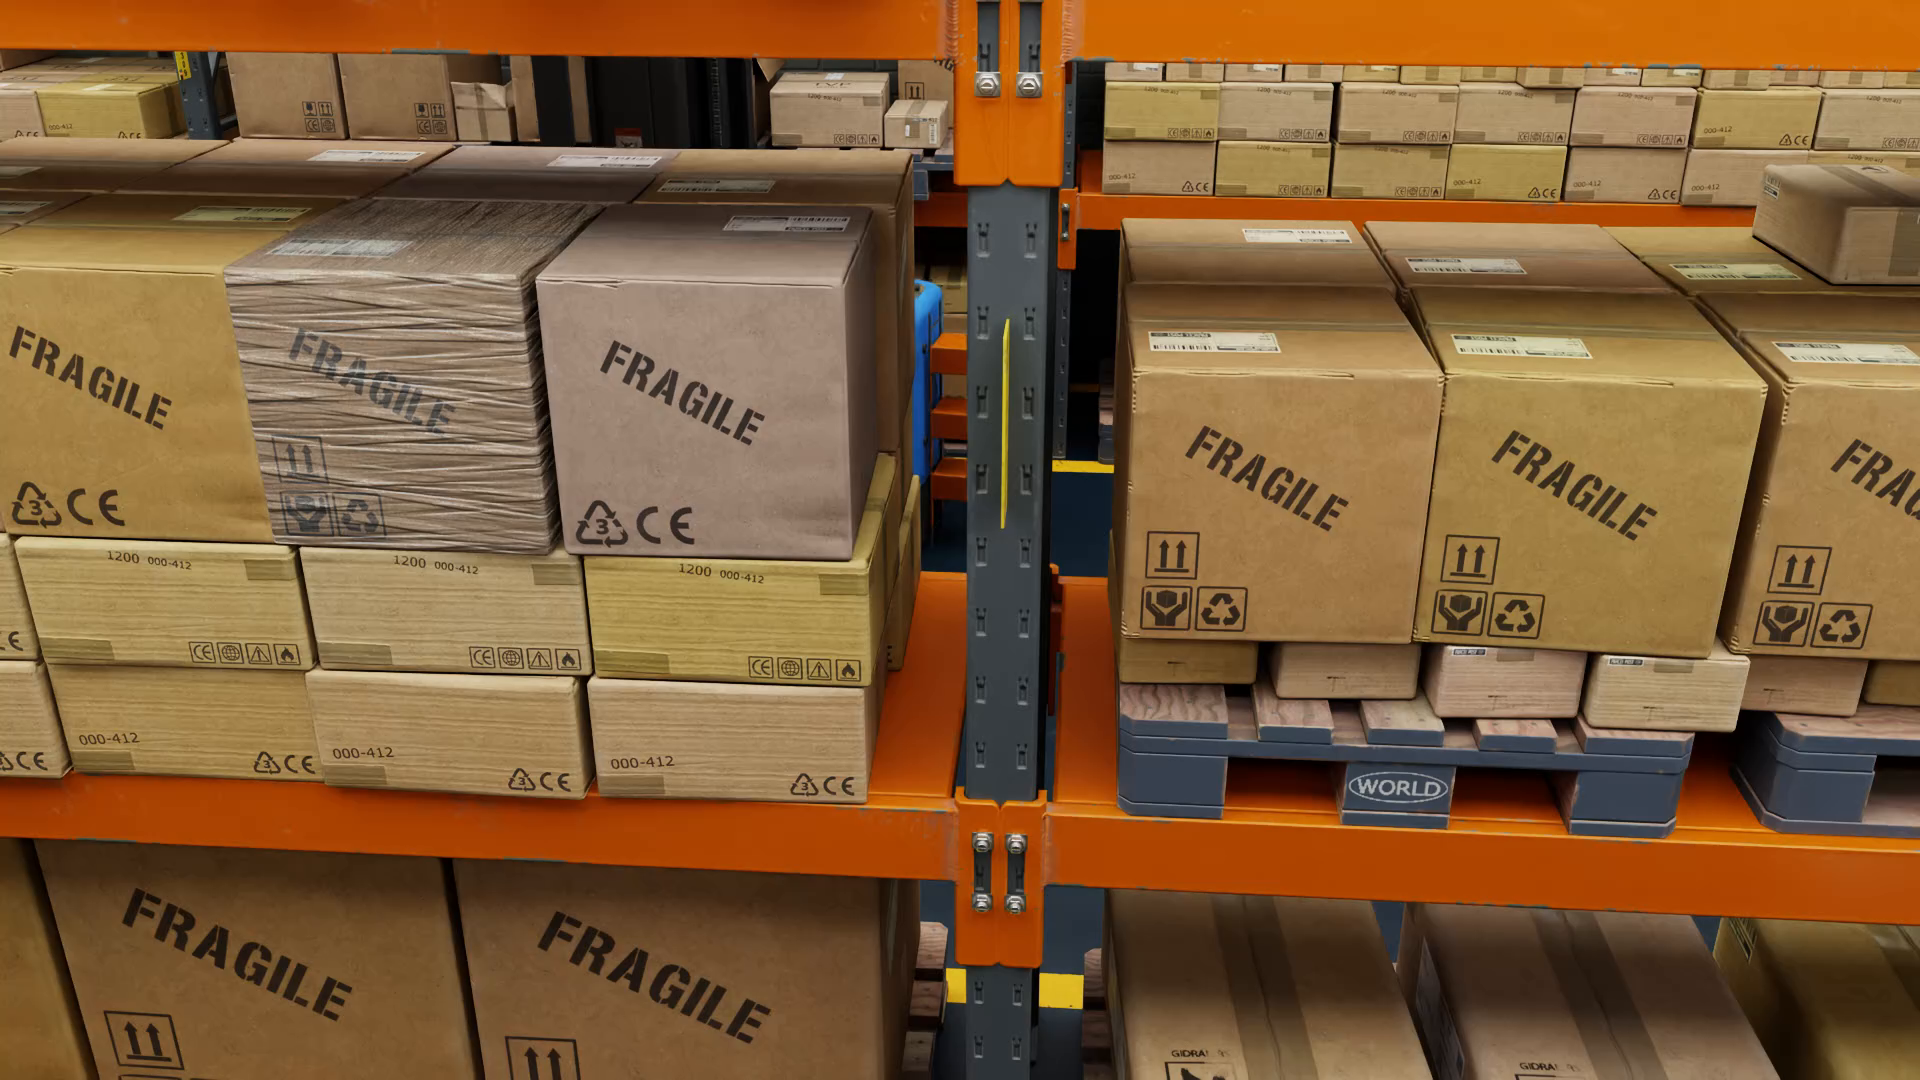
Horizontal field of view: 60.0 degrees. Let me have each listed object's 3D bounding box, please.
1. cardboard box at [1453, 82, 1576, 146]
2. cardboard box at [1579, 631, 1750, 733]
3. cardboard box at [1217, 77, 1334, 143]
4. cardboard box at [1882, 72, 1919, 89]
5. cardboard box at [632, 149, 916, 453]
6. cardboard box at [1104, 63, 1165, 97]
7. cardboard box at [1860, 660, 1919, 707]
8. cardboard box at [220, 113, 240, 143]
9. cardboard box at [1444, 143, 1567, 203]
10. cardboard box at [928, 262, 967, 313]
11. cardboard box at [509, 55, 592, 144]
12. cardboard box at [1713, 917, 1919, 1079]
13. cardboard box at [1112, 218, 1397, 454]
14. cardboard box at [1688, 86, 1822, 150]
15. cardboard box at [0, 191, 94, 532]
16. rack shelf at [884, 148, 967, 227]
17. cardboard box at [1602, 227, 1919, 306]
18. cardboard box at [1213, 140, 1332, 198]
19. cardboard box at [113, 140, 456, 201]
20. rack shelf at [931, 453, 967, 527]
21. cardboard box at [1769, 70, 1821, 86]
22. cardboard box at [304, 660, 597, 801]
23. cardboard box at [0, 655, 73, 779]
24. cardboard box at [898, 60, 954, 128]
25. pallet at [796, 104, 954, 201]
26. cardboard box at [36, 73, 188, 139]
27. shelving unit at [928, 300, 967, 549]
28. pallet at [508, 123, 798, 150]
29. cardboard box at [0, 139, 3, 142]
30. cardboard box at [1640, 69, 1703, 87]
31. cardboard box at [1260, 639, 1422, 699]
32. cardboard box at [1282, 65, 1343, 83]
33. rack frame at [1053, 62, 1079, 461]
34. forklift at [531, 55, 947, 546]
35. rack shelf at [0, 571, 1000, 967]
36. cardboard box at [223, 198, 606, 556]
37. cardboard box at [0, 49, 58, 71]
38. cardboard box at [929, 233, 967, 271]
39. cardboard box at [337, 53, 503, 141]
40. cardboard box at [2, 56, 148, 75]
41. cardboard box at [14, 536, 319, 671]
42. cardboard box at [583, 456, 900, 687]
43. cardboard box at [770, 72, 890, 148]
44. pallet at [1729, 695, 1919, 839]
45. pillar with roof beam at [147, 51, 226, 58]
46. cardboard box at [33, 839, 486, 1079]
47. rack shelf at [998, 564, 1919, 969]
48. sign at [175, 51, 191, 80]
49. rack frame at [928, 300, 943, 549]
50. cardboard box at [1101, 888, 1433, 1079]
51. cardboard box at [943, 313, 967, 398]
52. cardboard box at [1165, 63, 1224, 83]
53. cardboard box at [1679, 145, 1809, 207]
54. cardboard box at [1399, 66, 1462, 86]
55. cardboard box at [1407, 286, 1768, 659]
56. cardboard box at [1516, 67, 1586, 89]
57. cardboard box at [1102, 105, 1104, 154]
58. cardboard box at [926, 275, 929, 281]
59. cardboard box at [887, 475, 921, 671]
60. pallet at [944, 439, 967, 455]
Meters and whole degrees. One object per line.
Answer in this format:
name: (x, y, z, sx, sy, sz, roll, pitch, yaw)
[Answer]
cardboard box: (2.443, -1.956, 7.493, 0.500, 0.250, 0.500, 2, 25, 5)
cardboard box: (1.243, 0.189, 3.049, 0.250, 0.149, 0.380, 2, 25, 4)
cardboard box: (1.411, -1.986, 7.559, 0.500, 0.250, 0.500, 3, 25, 6)
cardboard box: (4.119, -2.090, 7.308, 0.250, 0.149, 0.380, 3, 25, 6)
cardboard box: (-0.361, -0.508, 3.449, 0.500, 0.500, 0.500, 1, 25, 2)
cardboard box: (0.957, -2.220, 8.067, 0.500, 0.250, 0.500, 2, 25, 5)
cardboard box: (1.774, 0.157, 3.118, 0.250, 0.149, 0.380, 3, 25, 6)
cardboard box: (-3.814, -2.098, 8.522, 0.250, 0.149, 0.380, 2, 25, 4)
cardboard box: (2.444, -1.726, 7.592, 0.500, 0.250, 0.500, 3, 25, 6)
cardboard box: (-0.023, -1.220, 8.024, 0.250, 0.149, 0.380, 1, 25, 1)
cardboard box: (-1.736, -2.173, 7.762, 0.500, 0.500, 0.700, 2, 25, 4)
cardboard box: (2.167, 1.182, 3.735, 0.625, 0.372, 0.950, 3, 25, 6)
cardboard box: (0.587, -0.363, 3.473, 0.500, 0.500, 0.500, 1, 25, 2)
cardboard box: (3.454, -1.913, 7.400, 0.500, 0.250, 0.500, 1, 25, 3)
cardboard box: (-1.934, -0.349, 3.103, 0.500, 0.500, 0.500, 1, 25, 3)
rack shelf: (-1.506, -1.697, 8.209, 4.000, 0.370, 1.077, 2, 25, 4)
cardboard box: (1.606, -0.335, 3.413, 0.500, 0.500, 0.500, 0, 25, 0)
cardboard box: (1.413, -1.757, 7.659, 0.500, 0.250, 0.500, 1, 25, 3)
cardboard box: (-1.371, -0.543, 3.525, 0.500, 0.500, 0.500, 3, 25, 5)
rack shelf: (0.016, -0.205, 7.131, 0.240, 0.259, 0.215, 5, 25, 11)
cardboard box: (3.620, -2.120, 7.374, 0.250, 0.149, 0.380, 2, 25, 4)
cardboard box: (-0.923, 0.260, 3.276, 0.500, 0.250, 0.500, 2, 25, 5)
cardboard box: (-1.934, 0.233, 3.336, 0.500, 0.250, 0.500, 1, 25, 3)
cardboard box: (-0.013, -2.277, 7.989, 0.500, 0.500, 0.500, 3, 25, 6)
pallet: (-0.193, -1.865, 7.943, 1.003, 0.211, 1.213, 2, 25, 4)
cardboard box: (-4.026, -2.069, 7.982, 0.500, 0.250, 0.500, 2, 25, 5)
shelving unit: (0.016, -0.467, 7.010, 0.252, 1.050, 0.215, 5, 25, 11)
pallet: (-1.451, -1.933, 8.091, 1.213, 0.211, 1.003, 2, 25, 4)
cardboard box: (-2.391, -0.571, 3.586, 0.500, 0.500, 0.500, 3, 25, 6)
cardboard box: (3.092, -2.108, 7.347, 0.250, 0.149, 0.380, 1, 25, 3)
cardboard box: (0.701, 0.144, 3.147, 0.250, 0.149, 0.380, 0, 25, 1)
cardboard box: (1.570, -2.158, 7.456, 0.250, 0.149, 0.380, 2, 25, 5)
rack frame: (0.488, -1.959, 7.920, 0.127, 3.000, 1.000, 2, 25, 4)
forklift: (-1.630, -1.399, 6.785, 3.031, 2.935, 1.130, 5, 25, 11)
rack shelf: (-1.882, 0.372, 3.713, 4.000, 0.370, 1.077, 2, 25, 4)
cardboard box: (-0.936, -0.311, 3.021, 0.500, 0.500, 0.500, 2, 25, 5)
cardboard box: (-4.964, -2.654, 8.355, 0.500, 0.500, 0.500, 1, 25, 3)
cardboard box: (-0.008, -1.456, 8.538, 0.250, 0.149, 0.380, 3, 25, 7)
cardboard box: (-2.518, -2.198, 7.817, 0.500, 0.500, 0.700, 2, 25, 5)
cardboard box: (-4.474, -2.296, 8.475, 0.500, 0.250, 0.500, 2, 25, 4)
cardboard box: (-1.414, 0.018, 3.203, 0.500, 0.250, 0.500, 1, 25, 3)
cardboard box: (-0.390, 0.041, 3.154, 0.500, 0.250, 0.500, 2, 25, 4)
cardboard box: (-0.588, -1.981, 7.644, 0.500, 0.250, 0.500, 1, 25, 2)
pallet: (2.089, 0.243, 3.363, 1.213, 0.211, 1.003, 2, 25, 4)
pillar with roof beam: (-4.455, -3.416, 3.909, 0.400, 9.000, 9.100, 2, 25, 4)
cardboard box: (-1.459, 0.797, 3.969, 0.875, 0.875, 0.875, 2, 25, 5)
rack shelf: (2.106, 0.500, 3.435, 4.000, 0.370, 1.077, 2, 25, 4)
sign: (-3.534, -2.254, 7.525, 0.005, 0.325, 0.100, 2, 25, 4)
rack frame: (-0.103, -0.479, 7.034, 0.008, 1.050, 0.200, 5, 25, 11)
cardboard box: (0.675, 1.135, 3.837, 0.625, 0.372, 0.950, 0, 25, 0)
cardboard box: (0.050, -0.939, 8.189, 0.500, 0.500, 0.500, 3, 25, 6)
cardboard box: (1.050, -2.159, 7.457, 0.250, 0.149, 0.380, 2, 25, 5)
cardboard box: (3.452, -1.684, 7.501, 0.500, 0.250, 0.500, 2, 25, 4)
cardboard box: (2.071, -2.130, 7.394, 0.250, 0.149, 0.380, 2, 25, 5)
cardboard box: (1.063, -0.137, 2.982, 0.500, 0.500, 0.500, 3, 25, 7)
cardboard box: (2.573, -2.095, 7.318, 0.250, 0.149, 0.380, 1, 25, 3)
cardboard box: (0.956, -1.983, 8.152, 0.500, 0.250, 0.500, 1, 25, 3)
cardboard box: (0.090, -1.145, 8.638, 0.500, 0.500, 0.500, 3, 25, 6)
cardboard box: (-0.357, 0.057, 3.717, 0.500, 0.250, 0.500, 1, 25, 3)
pallet: (-0.253, -0.732, 8.589, 1.213, 0.211, 1.003, 2, 25, 4)
